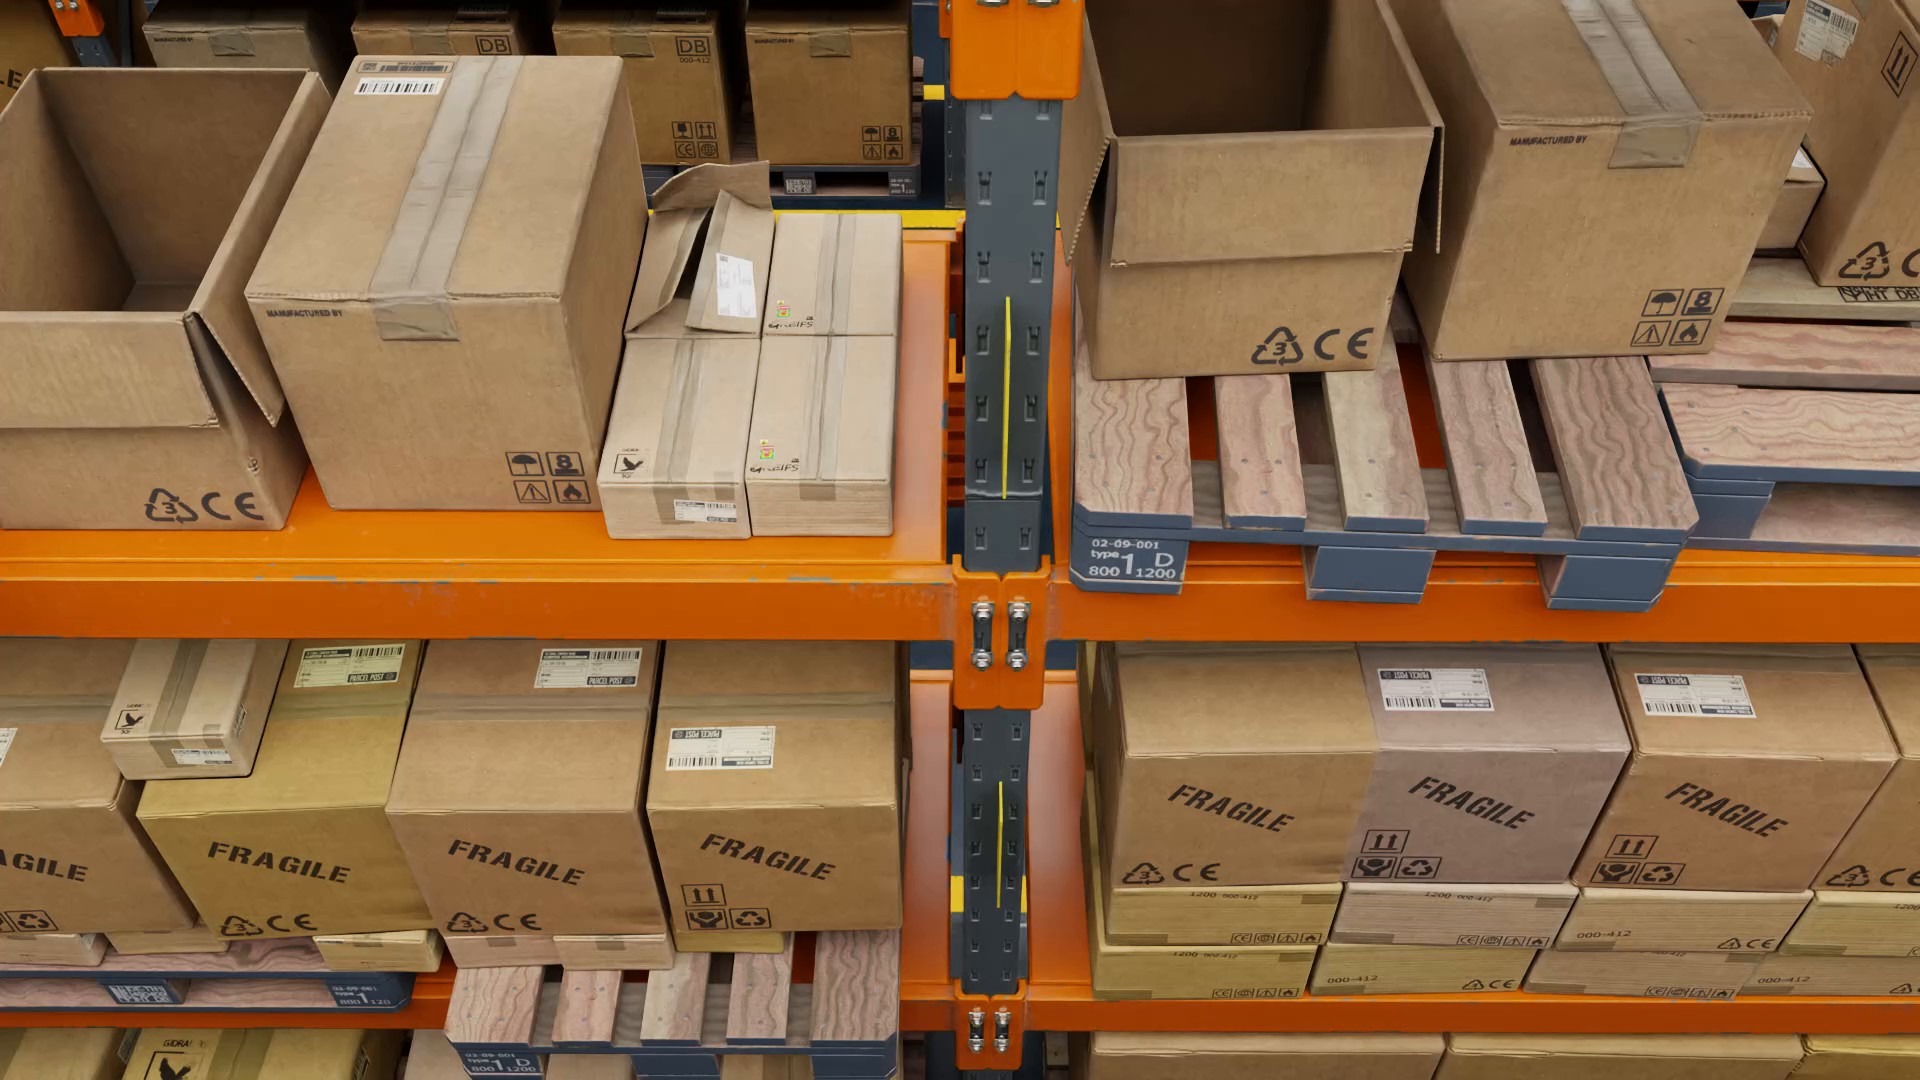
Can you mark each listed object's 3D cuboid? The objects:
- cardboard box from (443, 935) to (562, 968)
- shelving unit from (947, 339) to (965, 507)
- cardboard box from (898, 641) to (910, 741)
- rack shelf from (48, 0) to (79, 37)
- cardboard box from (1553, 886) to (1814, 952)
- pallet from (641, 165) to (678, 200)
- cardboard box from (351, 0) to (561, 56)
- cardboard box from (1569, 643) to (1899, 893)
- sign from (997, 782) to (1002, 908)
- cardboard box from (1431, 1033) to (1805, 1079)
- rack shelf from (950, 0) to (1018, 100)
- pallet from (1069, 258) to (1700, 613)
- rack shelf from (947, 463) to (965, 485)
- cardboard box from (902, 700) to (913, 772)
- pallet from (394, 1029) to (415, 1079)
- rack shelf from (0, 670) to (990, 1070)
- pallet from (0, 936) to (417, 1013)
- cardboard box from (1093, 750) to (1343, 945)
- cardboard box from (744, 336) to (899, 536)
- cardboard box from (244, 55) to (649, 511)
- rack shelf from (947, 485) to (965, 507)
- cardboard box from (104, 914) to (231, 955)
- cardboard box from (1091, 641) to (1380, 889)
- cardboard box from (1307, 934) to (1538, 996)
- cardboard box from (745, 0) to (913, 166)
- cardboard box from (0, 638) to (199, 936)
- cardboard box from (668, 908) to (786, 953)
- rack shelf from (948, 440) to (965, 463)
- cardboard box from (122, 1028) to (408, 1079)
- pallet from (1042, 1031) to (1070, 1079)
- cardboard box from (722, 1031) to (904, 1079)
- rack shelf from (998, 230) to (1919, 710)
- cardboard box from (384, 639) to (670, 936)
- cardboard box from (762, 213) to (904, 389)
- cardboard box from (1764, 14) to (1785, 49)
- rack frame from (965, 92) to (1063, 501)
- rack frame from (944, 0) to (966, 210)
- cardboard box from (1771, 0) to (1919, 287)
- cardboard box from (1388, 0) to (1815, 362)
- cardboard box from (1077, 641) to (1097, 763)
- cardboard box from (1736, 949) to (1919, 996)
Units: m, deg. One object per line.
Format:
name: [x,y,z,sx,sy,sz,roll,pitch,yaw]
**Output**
cardboard box: [-1.028,0.783,3.856,0.250,0.149,0.380,-2,47,-2]
shelving unit: [-0.014,-0.409,6.311,0.189,1.200,0.258,0,47,0]
cardboard box: [-0.376,0.143,4.010,0.500,0.500,0.500,-1,47,-1]
rack shelf: [-6.010,-2.803,7.801,4.000,0.370,1.077,0,47,0]
cardboard box: [1.594,0.667,3.841,0.500,0.250,0.500,0,47,0]
pallet: [-2.015,-2.145,8.602,1.213,0.211,1.003,0,47,0]
cardboard box: [-2.424,-2.478,8.257,0.750,0.750,1.050,0,47,0]
cardboard box: [1.579,0.404,3.573,0.500,0.500,0.500,1,47,1]
sign: [0.080,0.621,3.385,0.005,0.325,0.100,0,47,0]
cardboard box: [1.655,1.241,4.711,0.875,0.875,0.875,1,47,1]
rack shelf: [-1.927,-1.076,2.369,4.000,0.370,1.077,0,47,0]
pallet: [0.717,-0.403,3.156,1.003,0.211,1.213,2,47,2]
rack shelf: [-0.014,-0.297,6.431,0.180,0.103,0.258,0,47,0]
cardboard box: [-0.251,0.397,4.216,0.250,0.149,0.380,-2,47,-2]
pallet: [-1.925,1.533,5.179,1.213,0.211,1.003,0,47,0]
rack shelf: [-1.927,0.831,4.418,4.000,0.370,1.077,0,47,0]
pallet: [-1.907,0.682,4.197,1.213,0.211,1.003,0,47,0]
cardboard box: [0.579,0.655,3.852,0.500,0.250,0.500,0,47,0]
cardboard box: [-0.243,-0.192,3.002,0.250,0.149,0.380,0,47,0]
cardboard box: [-0.875,-0.474,3.025,0.500,0.500,0.700,0,47,0]
rack shelf: [-0.014,-0.215,6.519,0.180,0.103,0.258,0,47,0]
cardboard box: [-1.805,0.759,3.879,0.250,0.149,0.380,-1,47,-1]
cardboard box: [0.565,0.397,3.580,0.500,0.500,0.500,-1,47,-1]
cardboard box: [1.075,0.817,4.043,0.500,0.250,0.500,-1,47,-1]
cardboard box: [-0.618,-2.476,8.255,0.750,0.750,1.050,0,47,0]
cardboard box: [-1.950,0.519,3.659,0.500,0.500,0.500,-2,47,-1]
cardboard box: [-0.524,0.758,3.880,0.250,0.149,0.380,1,47,1]
rack shelf: [-0.014,-0.379,6.343,0.180,0.103,0.258,0,47,0]
cardboard box: [-1.988,1.333,4.969,0.625,0.372,0.950,2,47,1]
pallet: [0.861,1.599,5.117,1.213,0.211,1.003,0,47,0]
cardboard box: [-0.492,1.335,4.966,0.625,0.372,0.950,-3,47,-3]
rack shelf: [2.073,-0.180,3.310,4.000,0.370,1.077,0,47,0]
cardboard box: [-0.900,0.522,3.656,0.500,0.500,0.500,-1,47,0]
cardboard box: [-0.241,-0.470,3.261,0.250,0.149,0.380,0,47,0]
cardboard box: [4.307,-2.526,8.509,0.250,0.149,0.380,1,47,1]
rack frame: [0.073,-1.452,1.954,0.127,3.000,1.000,0,47,0]
rack frame: [-0.010,-3.032,7.523,0.127,3.000,1.000,0,47,0]
cardboard box: [1.837,-0.815,3.055,0.500,0.500,0.500,1,47,1]
cardboard box: [1.064,-0.744,2.989,0.500,0.500,0.700,-2,47,-2]
cardboard box: [0.558,0.288,4.194,0.500,0.250,0.500,0,47,0]
cardboard box: [2.093,0.821,4.039,0.500,0.250,0.500,0,47,0]
